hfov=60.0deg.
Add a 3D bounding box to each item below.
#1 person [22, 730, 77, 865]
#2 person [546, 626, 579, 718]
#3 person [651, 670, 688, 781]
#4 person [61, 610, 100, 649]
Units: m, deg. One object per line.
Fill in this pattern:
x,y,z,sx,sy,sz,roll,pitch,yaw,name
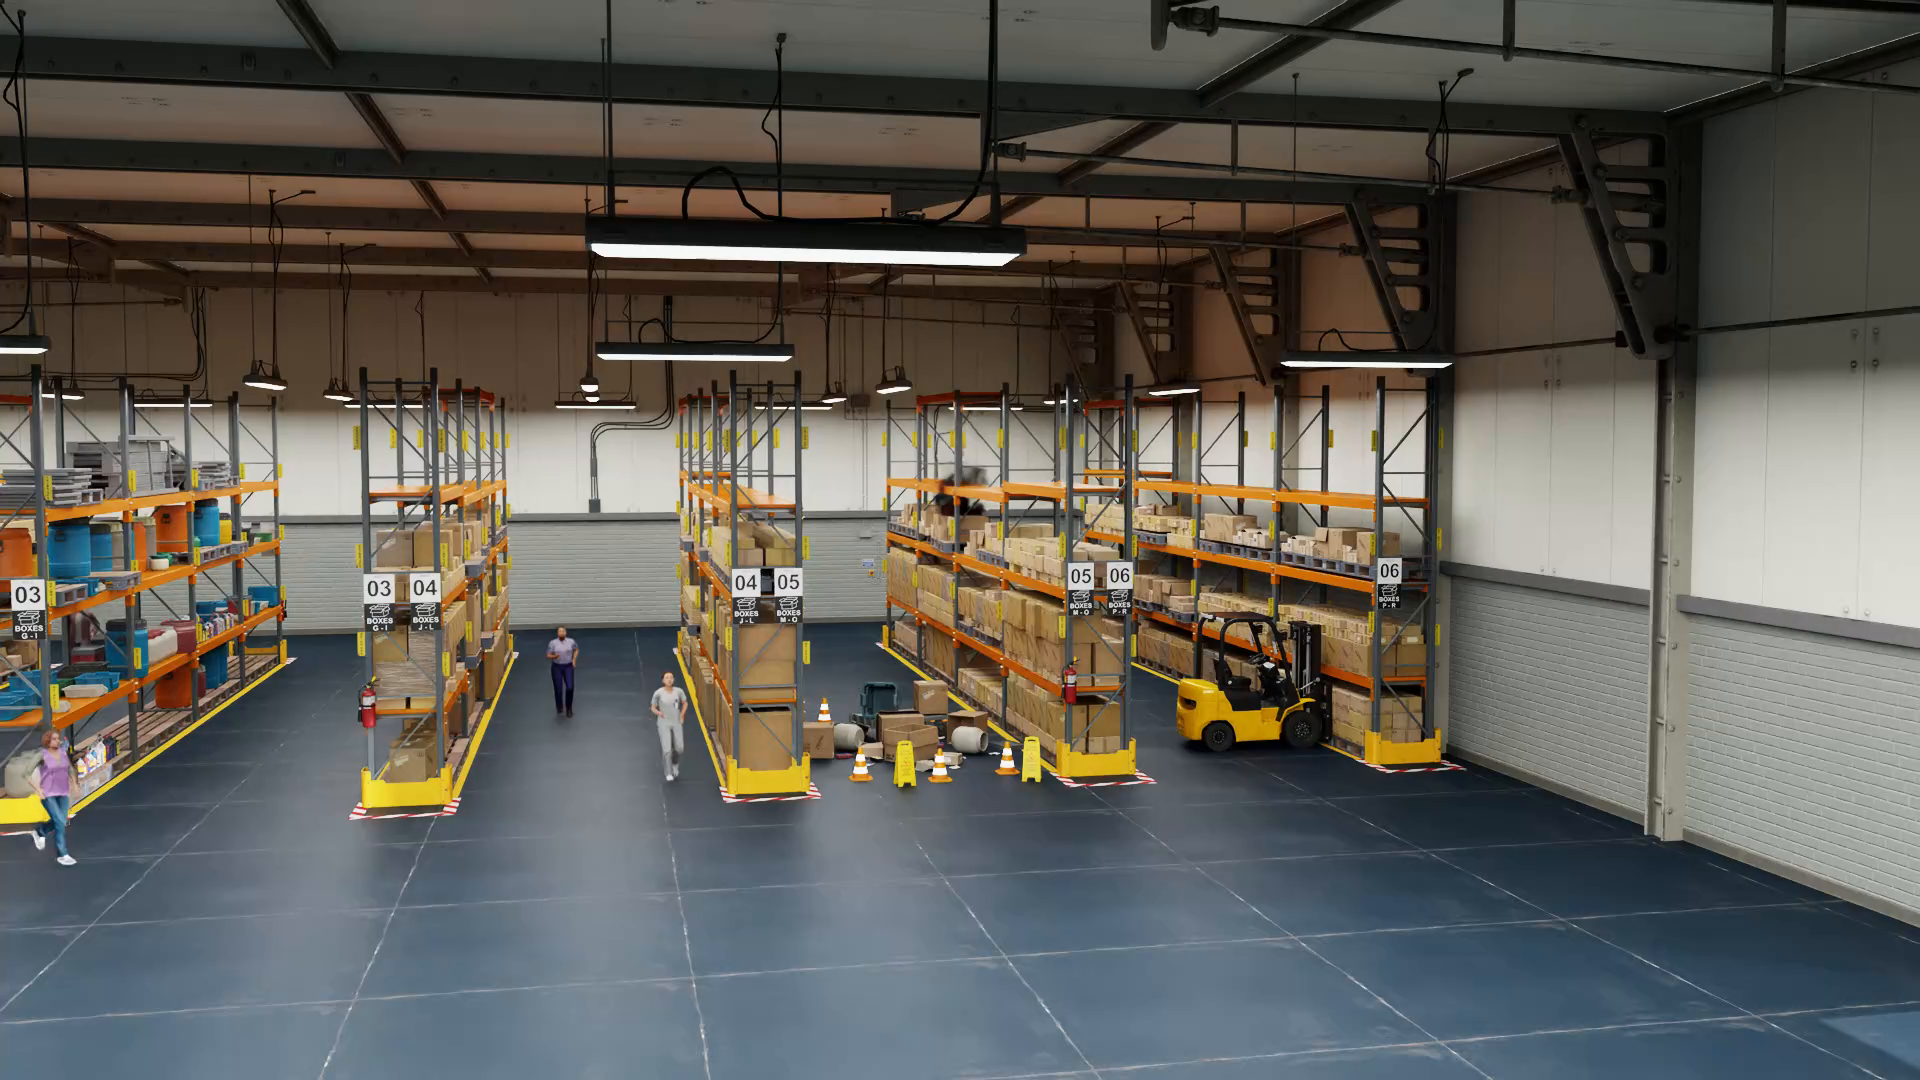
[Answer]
-10.808,3.044,19.754,0.786,1.576,0.561,2,4,25,person
-7.196,2.410,30.152,0.582,1.668,0.673,-1,4,-16,person
-4.253,2.727,24.421,0.557,1.625,0.564,-1,4,-17,person
-18.144,2.092,34.299,0.720,1.733,0.826,-1,4,-19,person
